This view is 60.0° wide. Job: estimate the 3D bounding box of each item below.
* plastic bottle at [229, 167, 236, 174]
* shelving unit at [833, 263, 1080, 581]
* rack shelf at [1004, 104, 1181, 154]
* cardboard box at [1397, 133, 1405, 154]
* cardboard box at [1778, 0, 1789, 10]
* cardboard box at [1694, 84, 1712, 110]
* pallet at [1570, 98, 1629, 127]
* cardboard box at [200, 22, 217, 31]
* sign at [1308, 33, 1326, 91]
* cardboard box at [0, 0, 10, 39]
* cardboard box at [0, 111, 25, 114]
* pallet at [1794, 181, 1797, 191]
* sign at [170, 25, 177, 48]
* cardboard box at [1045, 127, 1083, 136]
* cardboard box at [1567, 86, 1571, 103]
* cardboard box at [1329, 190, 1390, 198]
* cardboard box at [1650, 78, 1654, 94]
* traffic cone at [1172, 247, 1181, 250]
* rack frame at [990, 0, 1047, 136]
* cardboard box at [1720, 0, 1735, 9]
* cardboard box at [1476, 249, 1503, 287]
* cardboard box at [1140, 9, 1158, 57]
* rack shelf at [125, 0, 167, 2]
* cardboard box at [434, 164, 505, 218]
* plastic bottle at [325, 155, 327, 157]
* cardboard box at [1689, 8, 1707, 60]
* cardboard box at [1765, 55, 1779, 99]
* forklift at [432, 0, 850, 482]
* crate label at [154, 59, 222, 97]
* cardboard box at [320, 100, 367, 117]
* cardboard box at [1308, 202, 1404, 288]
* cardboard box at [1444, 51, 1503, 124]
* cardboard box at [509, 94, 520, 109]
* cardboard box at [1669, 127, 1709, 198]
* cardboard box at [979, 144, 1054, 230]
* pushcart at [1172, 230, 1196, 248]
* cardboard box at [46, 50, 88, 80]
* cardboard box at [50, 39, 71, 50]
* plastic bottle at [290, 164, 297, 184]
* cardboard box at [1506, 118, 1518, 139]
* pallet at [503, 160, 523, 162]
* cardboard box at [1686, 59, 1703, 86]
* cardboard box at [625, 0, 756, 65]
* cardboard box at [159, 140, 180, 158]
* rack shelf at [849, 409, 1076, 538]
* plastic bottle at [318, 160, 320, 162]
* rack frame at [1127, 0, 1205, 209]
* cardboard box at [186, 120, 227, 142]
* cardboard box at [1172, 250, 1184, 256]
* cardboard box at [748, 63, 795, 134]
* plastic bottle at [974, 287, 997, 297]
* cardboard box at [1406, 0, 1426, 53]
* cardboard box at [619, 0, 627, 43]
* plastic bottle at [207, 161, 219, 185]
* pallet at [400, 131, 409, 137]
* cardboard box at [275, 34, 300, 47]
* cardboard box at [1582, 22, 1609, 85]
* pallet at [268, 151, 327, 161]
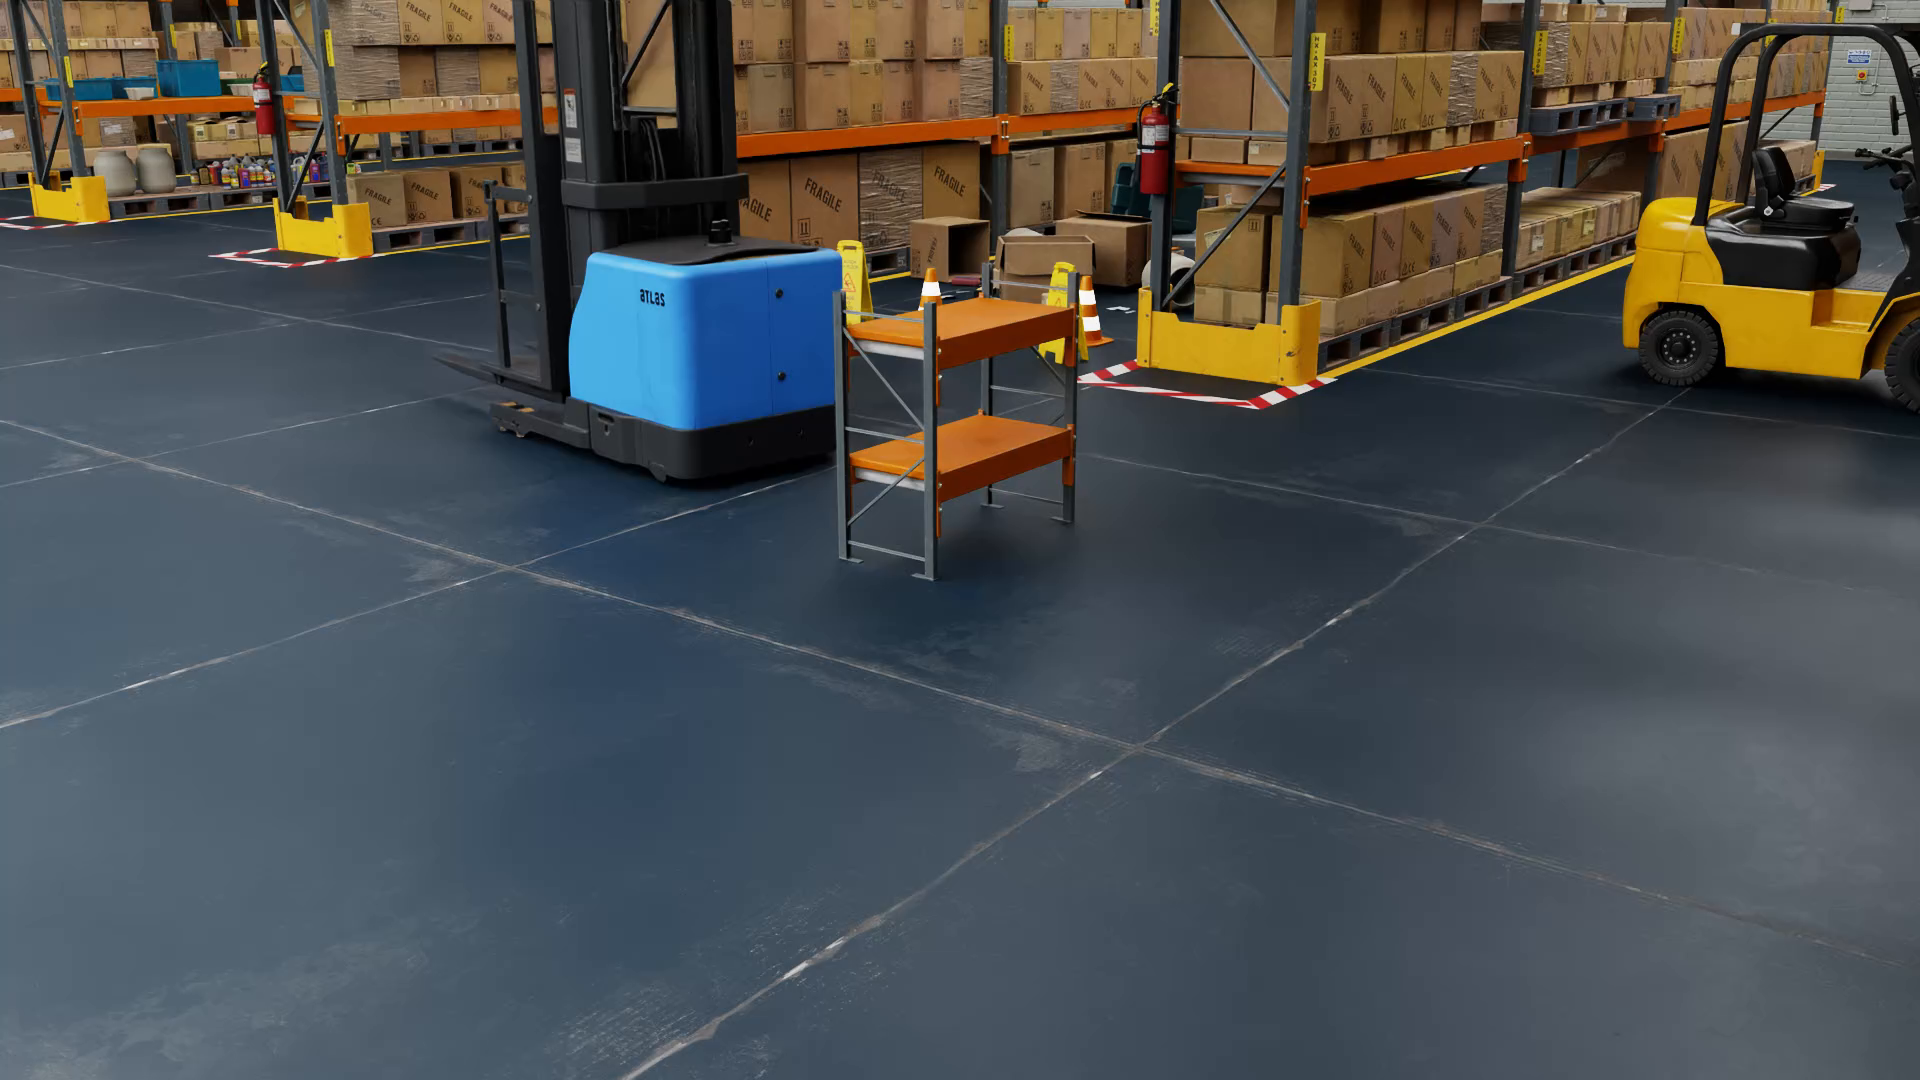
[{"bbox_3d":[-9.164,-4.588,20.935,0.097,0.201,0.097,0,17,0],"label":"plastic bottle"},{"bbox_3d":[0.004,-0.539,7.082,0.538,1.125,1.048,12,21,35],"label":"shelving unit"},{"bbox_3d":[1.204,-4.438,17.690,1.077,0.370,4.000,12,21,35],"label":"rack shelf"},{"bbox_3d":[2.820,-2.731,11.404,0.380,0.149,0.250,13,22,37],"label":"cardboard box"},{"bbox_3d":[9.666,-6.405,19.863,0.380,0.149,0.250,12,21,34],"label":"cardboard box"},{"bbox_3d":[7.534,-4.657,17.436,0.500,0.250,0.500,13,22,36],"label":"cardboard box"},{"bbox_3d":[5.284,-3.837,14.865,1.003,0.211,1.213,12,21,35],"label":"pallet"},{"bbox_3d":[-13.643,-9.265,30.015,0.380,0.149,0.250,9,20,28],"label":"cardboard box"},{"bbox_3d":[2.100,-2.819,9.805,0.100,0.325,0.005,12,21,35],"label":"sign"},{"bbox_3d":[-13.319,-7.040,22.499,0.700,0.500,0.500,13,21,35],"label":"cardboard box"},{"bbox_3d":[-13.284,-5.790,23.494,0.500,0.500,0.500,12,21,35],"label":"cardboard box"},{"bbox_3d":[10.057,-4.487,21.338,1.003,0.211,1.213,12,21,35],"label":"pallet"},{"bbox_3d":[-11.418,-7.311,24.135,0.100,0.325,0.005,12,21,35],"label":"sign"},{"bbox_3d":[1.313,-6.440,25.799,0.875,0.875,0.875,12,21,35],"label":"cardboard box"},{"bbox_3d":[4.894,-3.750,13.977,0.380,0.149,0.250,14,22,38],"label":"cardboard box"},{"bbox_3d":[2.859,-2.355,12.432,0.500,0.500,0.500,14,22,37],"label":"cardboard box"},{"bbox_3d":[6.323,-4.292,15.721,0.380,0.149,0.250,13,21,36],"label":"cardboard box"},{"bbox_3d":[2.024,-3.146,16.595,0.336,0.463,0.334,12,21,35],"label":"traffic cone"},{"bbox_3d":[0.856,-7.111,25.085,1.000,3.000,0.127,12,21,35],"label":"rack frame"},{"bbox_3d":[8.987,-6.368,19.745,0.380,0.149,0.250,13,22,36],"label":"cardboard box"},{"bbox_3d":[3.911,-2.154,13.050,0.500,0.250,0.500,14,22,37],"label":"cardboard box"},{"bbox_3d":[1.820,-5.557,18.227,0.700,0.500,0.500,12,21,34],"label":"cardboard box"},{"bbox_3d":[-13.056,-7.570,22.717,1.077,0.370,4.000,12,21,35],"label":"rack shelf"},{"bbox_3d":[-5.192,-3.700,17.607,0.500,0.500,0.500,15,23,40],"label":"cardboard box"},{"bbox_3d":[-8.157,-4.847,21.520,0.144,0.351,0.185,12,21,35],"label":"plastic bottle"},{"bbox_3d":[7.209,-5.127,16.840,0.500,0.500,0.500,13,21,35],"label":"cardboard box"},{"bbox_3d":[9.304,-5.473,19.642,0.500,0.500,0.500,13,22,36],"label":"cardboard box"},{"bbox_3d":[-1.936,-2.042,8.878,1.130,2.935,3.031,-15,23,-40],"label":"forklift"},{"bbox_3d":[-9.393,-5.631,20.260,0.502,0.435,0.616,12,21,35],"label":"crate label"},{"bbox_3d":[-5.933,-4.159,16.002,0.380,0.149,0.250,12,21,35],"label":"cardboard box"},{"bbox_3d":[2.689,-2.022,11.360,0.500,0.500,0.500,11,21,33],"label":"cardboard box"},{"bbox_3d":[3.681,-3.371,12.370,0.500,0.500,0.500,13,22,37],"label":"cardboard box"},{"bbox_3d":[-4.709,-4.628,17.512,0.380,0.149,0.250,12,21,35],"label":"cardboard box"},{"bbox_3d":[7.444,-3.955,17.795,0.875,0.875,0.875,13,21,35],"label":"cardboard box"},{"bbox_3d":[0.310,-3.595,16.848,1.050,0.750,0.750,12,21,34],"label":"cardboard box"},{"bbox_3d":[2.187,-2.593,14.958,1.648,0.377,0.936,5,18,16],"label":"pushcart"},{"bbox_3d":[-12.735,-6.653,23.440,0.700,0.500,0.500,13,21,35],"label":"cardboard box"},{"bbox_3d":[-12.612,-6.910,23.175,0.380,0.149,0.250,13,22,36],"label":"cardboard box"},{"bbox_3d":[-8.448,-4.625,20.931,0.152,0.276,0.135,13,21,36],"label":"plastic bottle"},{"bbox_3d":[4.101,-3.204,12.928,0.380,0.149,0.250,12,21,34],"label":"cardboard box"},{"bbox_3d":[-5.998,-5.524,24.677,1.003,0.211,1.213,12,21,35],"label":"pallet"},{"bbox_3d":[7.240,-4.774,16.970,0.500,0.250,0.500,13,21,36],"label":"cardboard box"},{"bbox_3d":[-2.119,-4.021,13.062,0.875,0.550,0.550,12,21,35],"label":"cardboard box"},{"bbox_3d":[-11.850,-5.995,25.418,0.500,0.250,0.500,12,21,34],"label":"cardboard box"},{"bbox_3d":[0.004,-0.305,7.155,0.538,0.278,1.000,12,21,35],"label":"rack shelf"},{"bbox_3d":[-8.491,-4.932,22.045,0.097,0.201,0.097,0,17,0],"label":"plastic bottle"},{"bbox_3d":[2.395,-5.258,19.117,1.000,3.000,0.127,12,21,35],"label":"rack frame"},{"bbox_3d":[-11.418,-6.167,25.027,0.500,0.311,0.500,13,21,35],"label":"cardboard box"},{"bbox_3d":[1.839,-2.334,14.312,0.258,0.266,0.396,-1,17,-3],"label":"cardboard box"},{"bbox_3d":[-1.876,-3.655,13.704,0.875,0.550,0.550,12,21,35],"label":"cardboard box"},{"bbox_3d":[0.217,-2.057,13.765,0.133,0.061,0.283,5,18,16],"label":"plastic bottle"},{"bbox_3d":[2.969,-3.823,12.140,0.700,0.500,0.500,12,21,33],"label":"cardboard box"},{"bbox_3d":[-3.958,-5.717,18.241,0.500,0.500,0.500,12,21,35],"label":"cardboard box"},{"bbox_3d":[-9.358,-4.608,20.874,0.152,0.276,0.135,13,21,35],"label":"plastic bottle"},{"bbox_3d":[-11.478,-8.208,33.320,1.003,0.211,1.213,12,21,35],"label":"pallet"},{"bbox_3d":[-12.647,-9.177,31.035,0.500,0.500,0.500,13,22,36],"label":"cardboard box"},{"bbox_3d":[5.161,-4.141,14.141,0.500,0.500,0.500,12,21,34],"label":"cardboard box"},{"bbox_3d":[-10.731,-6.100,26.530,1.003,0.211,1.213,12,21,35],"label":"pallet"}]
